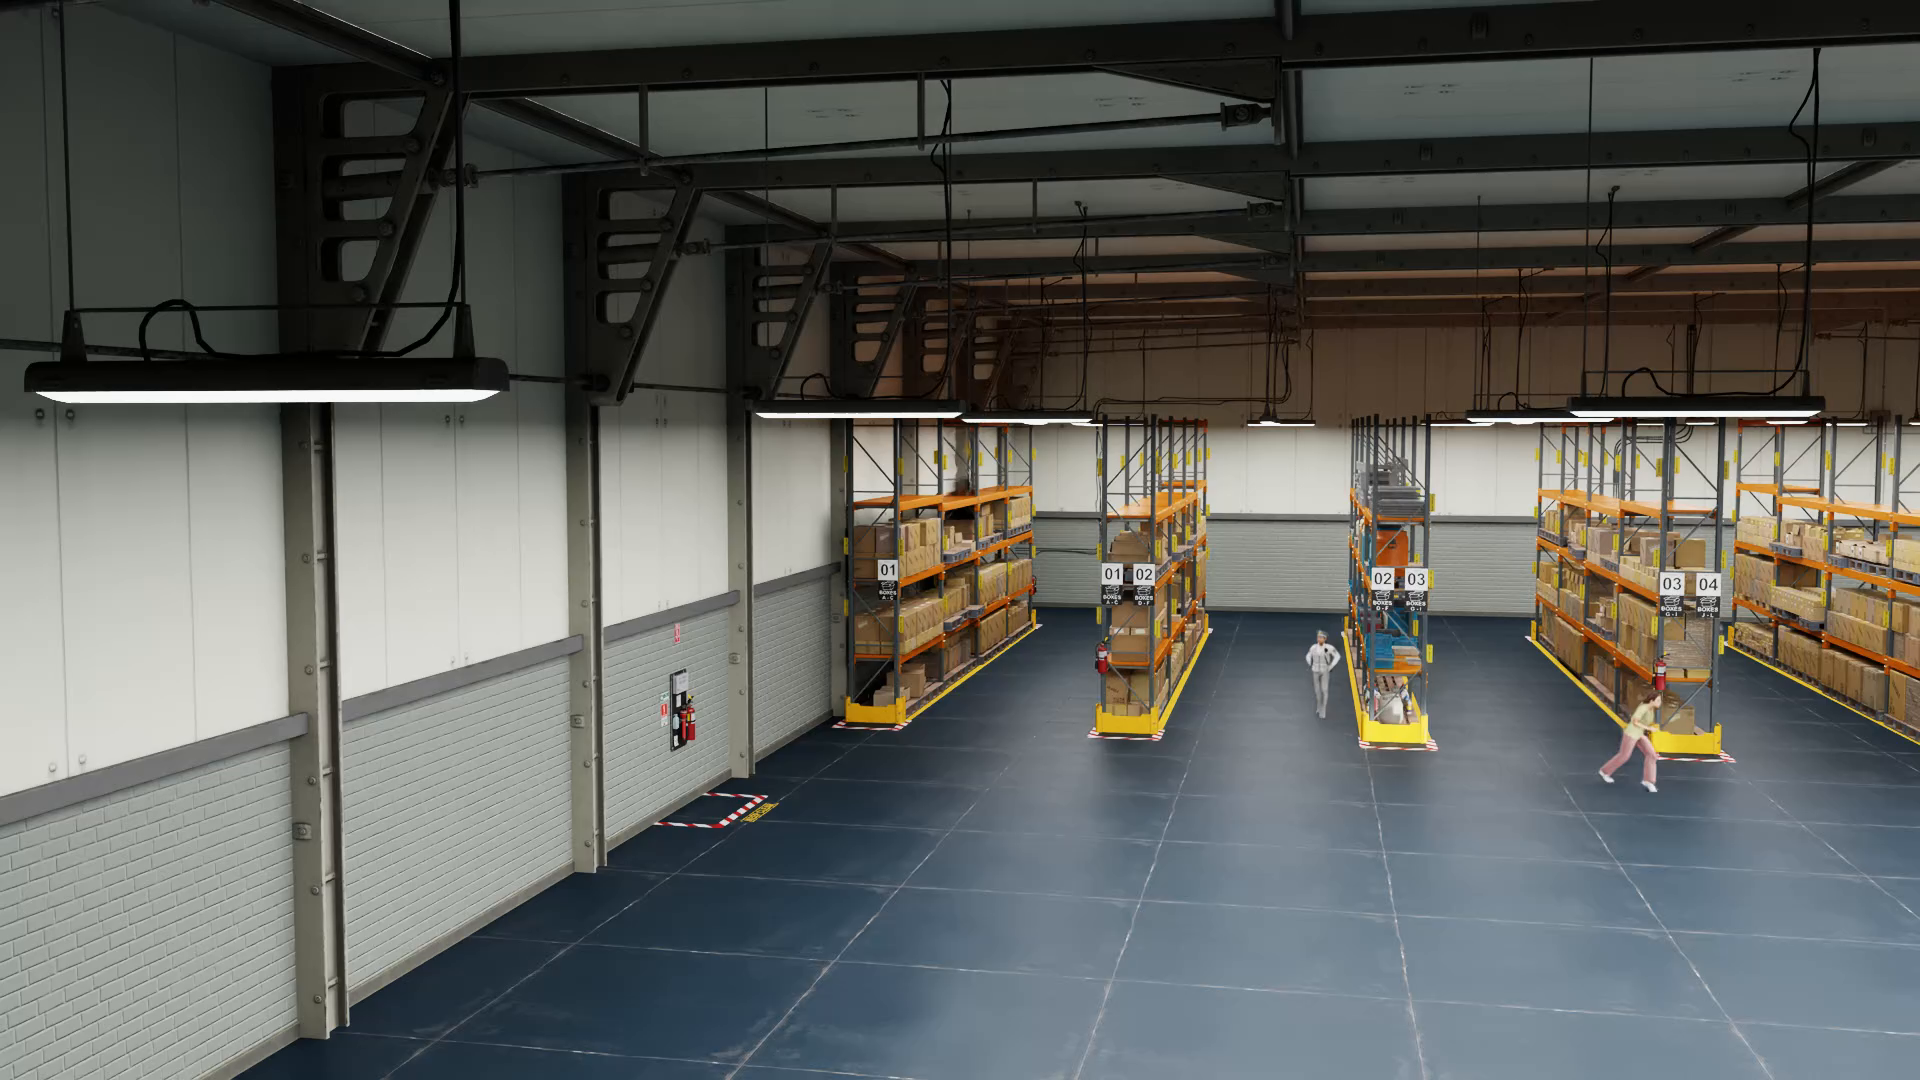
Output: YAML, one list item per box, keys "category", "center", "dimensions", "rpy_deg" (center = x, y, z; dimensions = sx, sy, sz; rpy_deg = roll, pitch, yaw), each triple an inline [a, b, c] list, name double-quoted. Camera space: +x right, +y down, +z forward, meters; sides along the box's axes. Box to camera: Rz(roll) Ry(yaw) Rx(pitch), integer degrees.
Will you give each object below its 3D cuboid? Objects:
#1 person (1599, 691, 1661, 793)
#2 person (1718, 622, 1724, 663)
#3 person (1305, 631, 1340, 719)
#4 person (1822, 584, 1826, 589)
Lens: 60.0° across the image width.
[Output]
- category: "person"
  center: [10.684, 3.182, 26.519]
  dimensions: [0.959, 1.626, 0.619]
  rpy_deg: [3, 5, 40]
- category: "person"
  center: [17.448, 2.372, 38.567]
  dimensions: [0.542, 1.609, 0.703]
  rpy_deg: [1, 4, 12]
- category: "person"
  center: [7.183, 2.649, 33.137]
  dimensions: [0.668, 1.702, 0.739]
  rpy_deg: [2, 4, 31]
- category: "person"
  center: [22.022, 1.996, 42.336]
  dimensions: [0.690, 1.779, 0.931]
  rpy_deg: [0, 4, 7]
